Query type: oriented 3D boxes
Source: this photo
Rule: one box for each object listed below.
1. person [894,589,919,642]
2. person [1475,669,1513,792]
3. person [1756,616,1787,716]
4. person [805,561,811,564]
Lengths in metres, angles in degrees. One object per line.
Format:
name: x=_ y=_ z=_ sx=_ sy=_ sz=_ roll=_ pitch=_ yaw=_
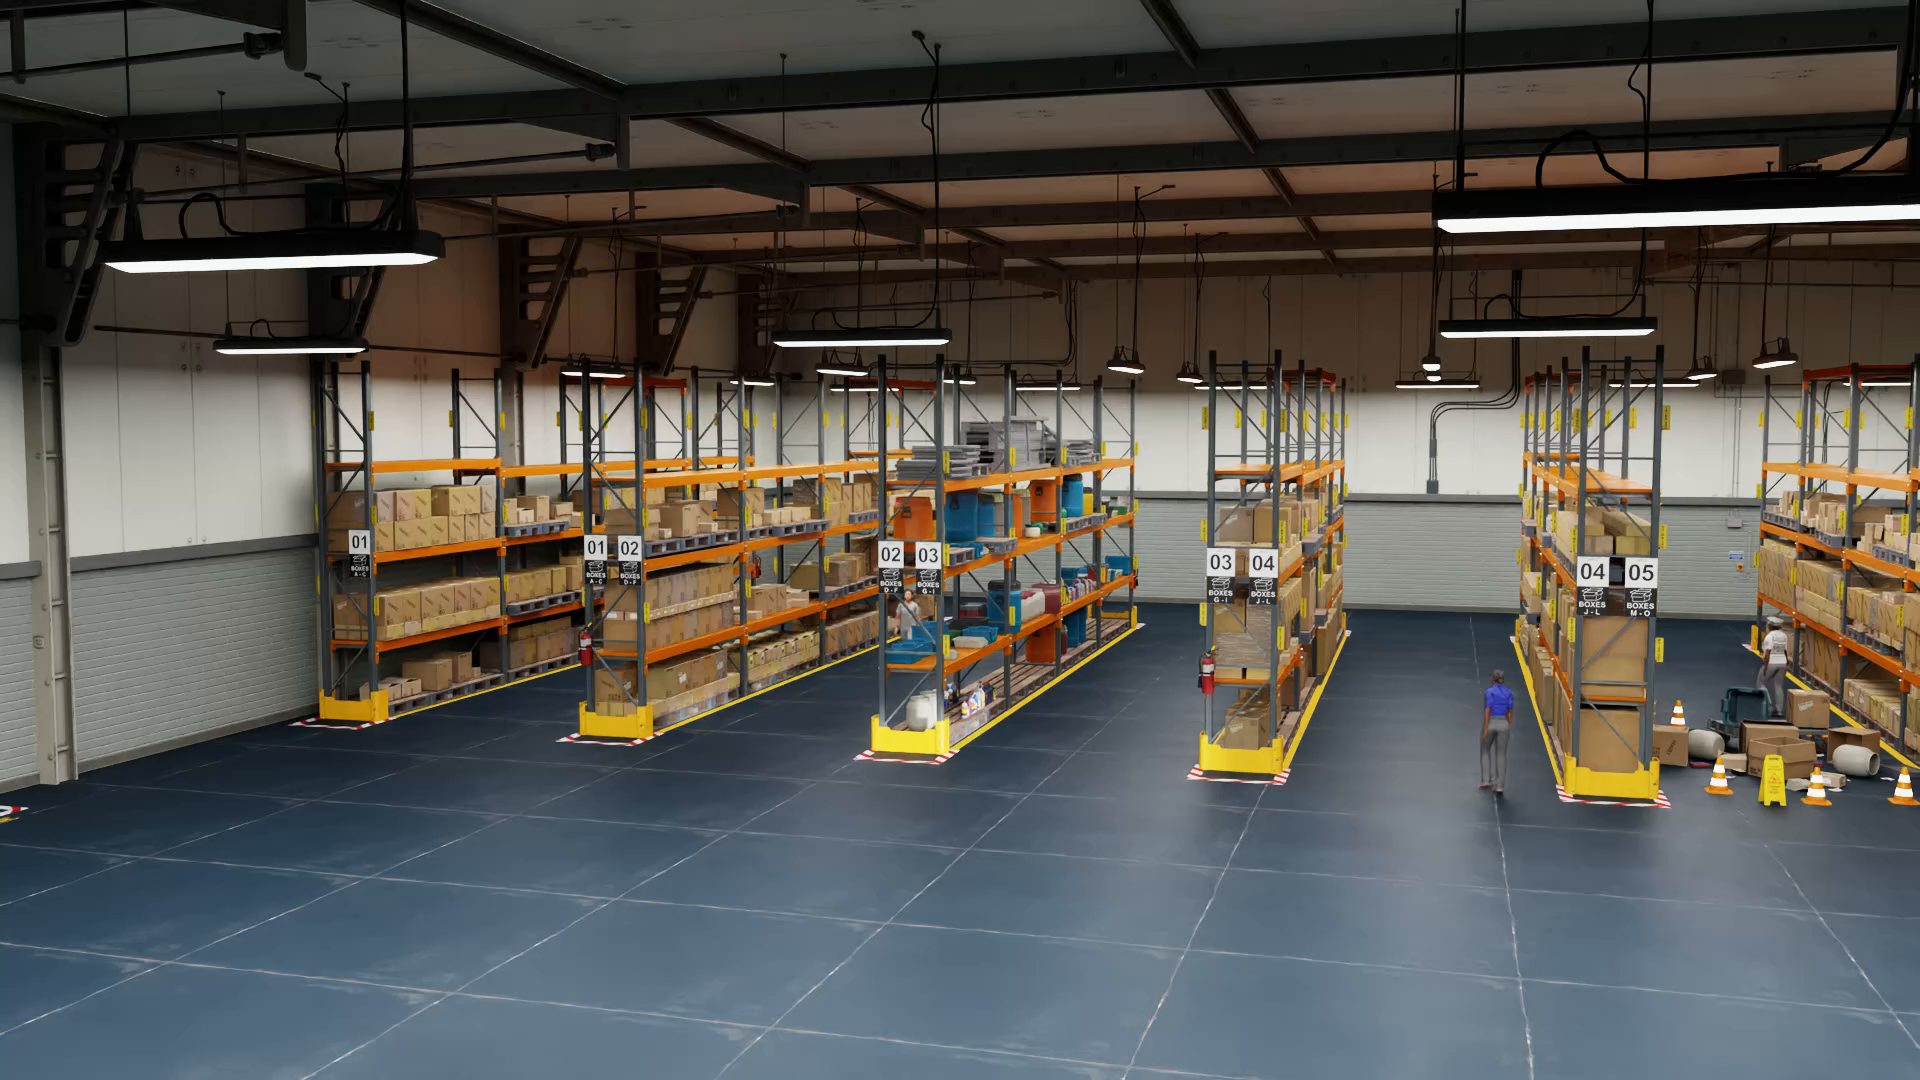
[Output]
person: x=-1.068 y=1.789 z=33.537 sx=0.466 sy=1.611 sz=1.082 roll=1 pitch=4 yaw=13
person: x=7.269 y=2.599 z=22.515 sx=0.451 sy=1.703 sz=0.581 roll=0 pitch=4 yaw=6
person: x=13.834 y=2.160 z=28.280 sx=0.495 sy=1.707 sz=0.389 roll=-1 pitch=4 yaw=-16
person: x=-3.565 y=1.342 z=38.850 sx=0.585 sy=1.713 sz=1.141 roll=1 pitch=4 yaw=20
